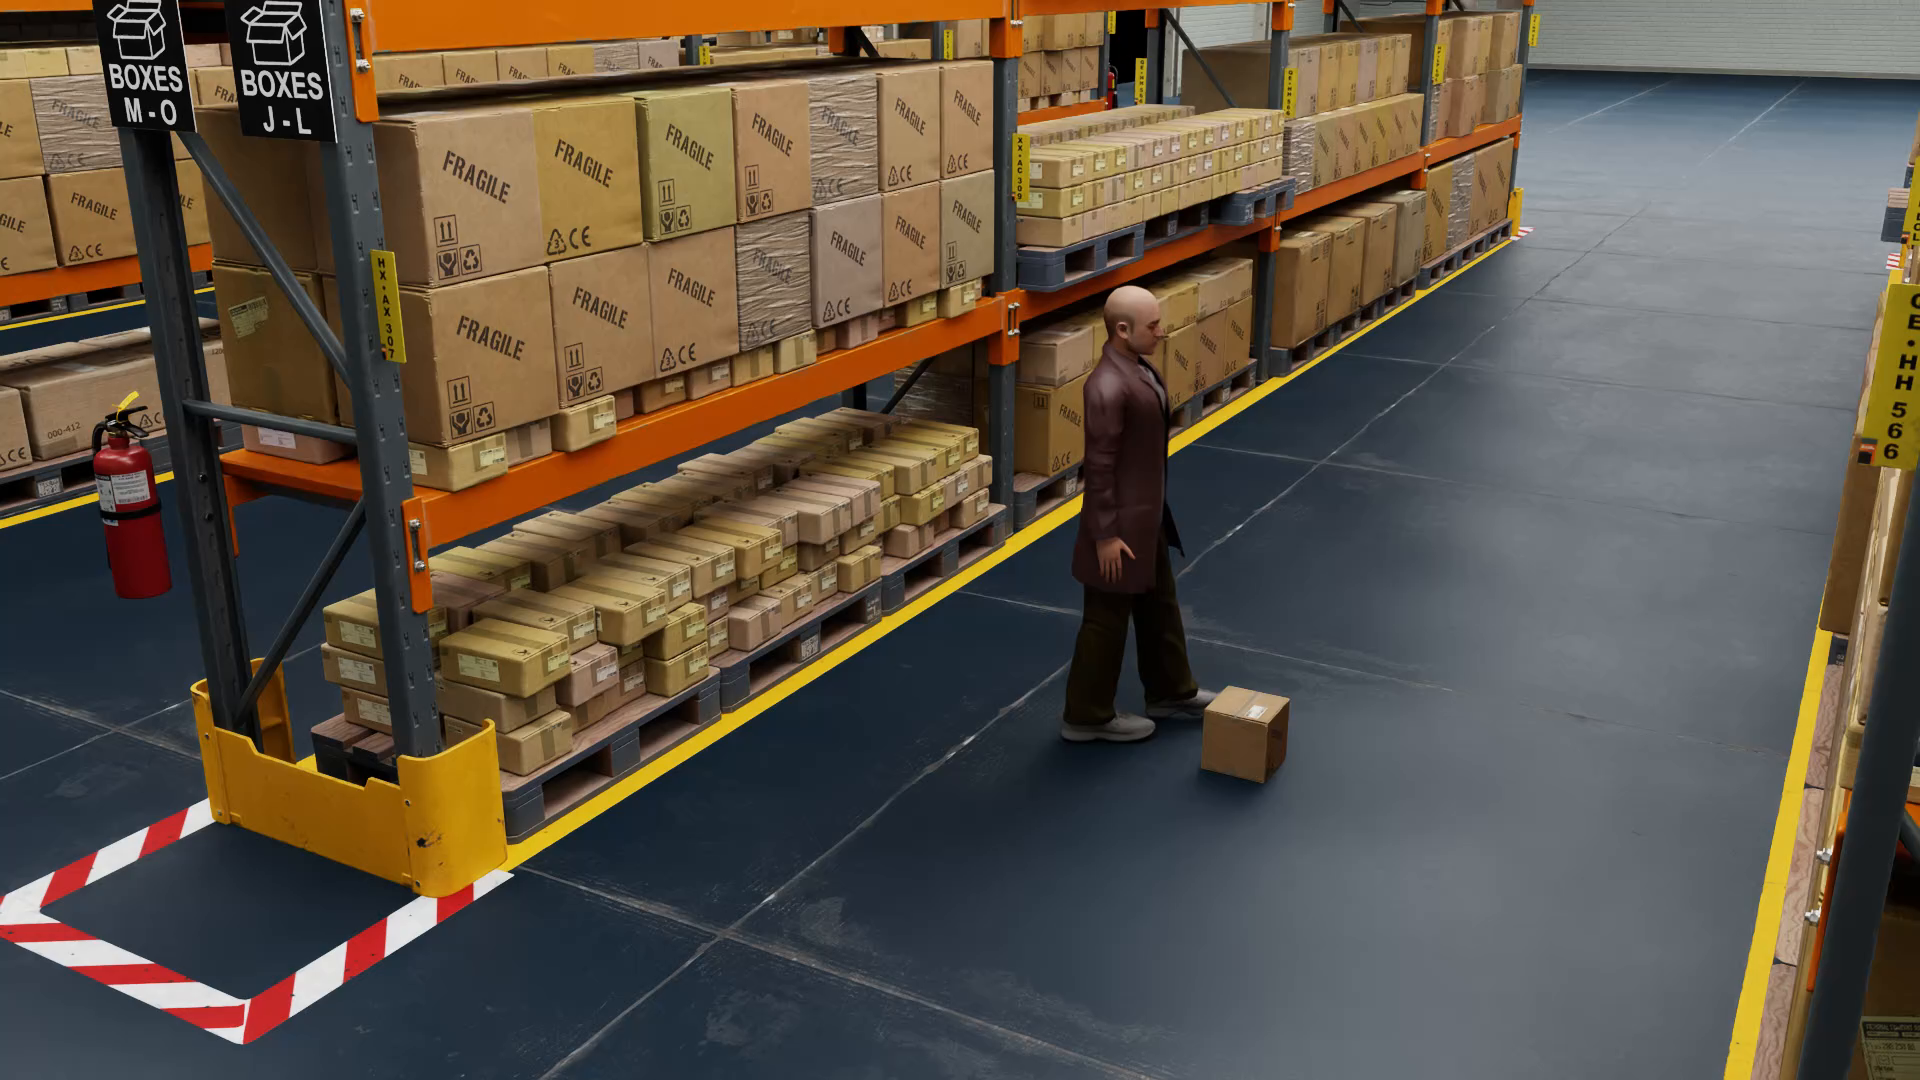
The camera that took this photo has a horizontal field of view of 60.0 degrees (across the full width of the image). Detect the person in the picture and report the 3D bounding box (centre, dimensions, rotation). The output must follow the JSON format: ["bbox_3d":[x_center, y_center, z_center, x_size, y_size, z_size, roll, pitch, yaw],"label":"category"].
[{"bbox_3d":[0.742,-0.073,6.272,0.663,1.777,0.620,5,20,14],"label":"person"}]
